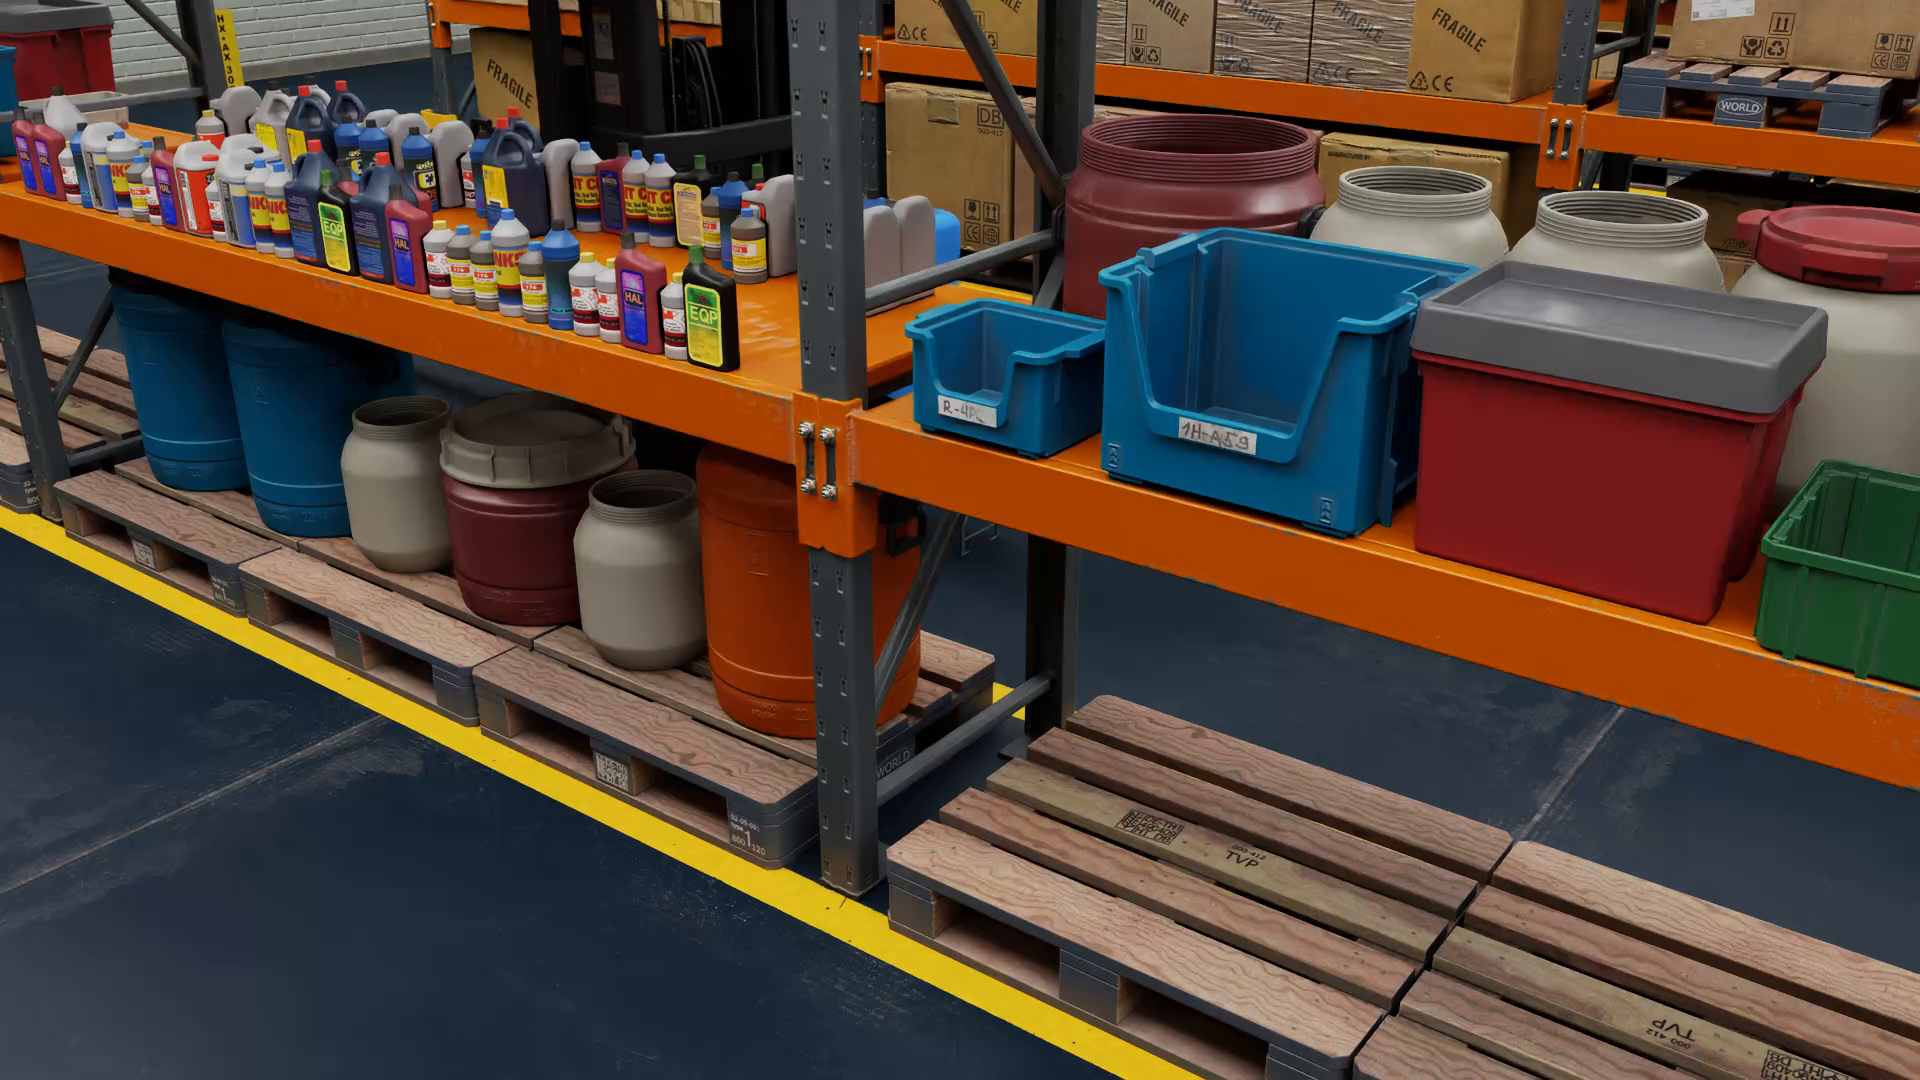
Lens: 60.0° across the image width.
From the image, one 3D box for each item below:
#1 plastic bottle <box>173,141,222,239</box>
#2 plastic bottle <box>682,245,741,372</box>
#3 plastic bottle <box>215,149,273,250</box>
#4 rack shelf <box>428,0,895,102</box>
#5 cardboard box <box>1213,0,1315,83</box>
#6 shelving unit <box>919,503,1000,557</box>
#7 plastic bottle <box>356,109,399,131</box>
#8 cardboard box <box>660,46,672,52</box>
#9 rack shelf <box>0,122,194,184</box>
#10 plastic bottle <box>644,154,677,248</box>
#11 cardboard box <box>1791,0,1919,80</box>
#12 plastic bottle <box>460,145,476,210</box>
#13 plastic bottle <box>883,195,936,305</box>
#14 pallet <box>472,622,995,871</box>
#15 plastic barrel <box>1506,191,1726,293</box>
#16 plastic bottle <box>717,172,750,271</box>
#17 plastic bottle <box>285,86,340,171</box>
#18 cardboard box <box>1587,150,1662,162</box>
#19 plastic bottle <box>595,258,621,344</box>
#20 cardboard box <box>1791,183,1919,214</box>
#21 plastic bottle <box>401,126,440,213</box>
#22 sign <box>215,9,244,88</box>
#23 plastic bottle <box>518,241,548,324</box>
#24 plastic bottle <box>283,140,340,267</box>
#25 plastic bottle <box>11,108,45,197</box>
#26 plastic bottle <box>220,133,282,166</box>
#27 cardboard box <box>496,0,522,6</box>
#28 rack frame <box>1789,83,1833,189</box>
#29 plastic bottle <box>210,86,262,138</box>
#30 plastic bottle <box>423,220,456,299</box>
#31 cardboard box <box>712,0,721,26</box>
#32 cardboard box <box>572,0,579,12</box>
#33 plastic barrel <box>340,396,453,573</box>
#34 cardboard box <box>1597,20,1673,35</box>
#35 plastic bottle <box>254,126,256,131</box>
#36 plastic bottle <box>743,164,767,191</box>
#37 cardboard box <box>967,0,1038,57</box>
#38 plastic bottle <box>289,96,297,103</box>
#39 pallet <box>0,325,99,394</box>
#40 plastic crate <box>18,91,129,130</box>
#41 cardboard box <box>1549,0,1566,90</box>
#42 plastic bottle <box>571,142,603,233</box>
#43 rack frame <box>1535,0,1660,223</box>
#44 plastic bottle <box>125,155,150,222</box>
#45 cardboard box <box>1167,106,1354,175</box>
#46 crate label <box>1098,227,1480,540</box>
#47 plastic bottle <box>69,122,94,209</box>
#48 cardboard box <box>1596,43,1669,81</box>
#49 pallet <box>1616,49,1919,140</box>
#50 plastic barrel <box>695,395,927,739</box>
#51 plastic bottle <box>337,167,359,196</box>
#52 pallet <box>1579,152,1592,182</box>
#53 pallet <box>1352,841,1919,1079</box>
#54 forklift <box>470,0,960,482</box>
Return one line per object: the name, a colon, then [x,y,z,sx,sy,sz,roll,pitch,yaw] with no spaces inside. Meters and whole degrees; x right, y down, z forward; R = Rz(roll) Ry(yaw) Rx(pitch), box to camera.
plastic bottle: [-2.326,-1.091,5.160,0.135,0.276,0.152,17,29,33]
plastic bottle: [-0.587,-0.546,3.914,0.133,0.283,0.061,17,29,33]
plastic bottle: [-2.140,-1.035,5.033,0.135,0.276,0.152,17,29,33]
rack shelf: [-1.838,-3.359,11.046,4.000,0.370,1.077,17,29,33]
cardboard box: [1.606,-2.570,8.238,0.500,0.500,0.500,16,28,32]
shelving unit: [-0.006,-0.414,6.073,0.210,0.900,0.258,17,29,33]
plastic bottle: [-2.003,-1.349,5.745,0.135,0.276,0.152,17,29,33]
cardboard box: [-1.438,-2.828,11.062,0.875,0.875,0.875,17,29,33]
rack shelf: [-4.809,-1.761,7.419,4.000,0.370,1.077,17,29,33]
plastic bottle: [-0.898,-1.026,5.019,0.097,0.271,0.097,0,24,0]
cardboard box: [3.926,-2.255,7.003,0.700,0.500,0.500,-22,32,-40]
plastic bottle: [-1.601,-1.207,5.515,0.097,0.201,0.097,0,24,0]
plastic bottle: [-0.160,-0.792,4.480,0.135,0.276,0.152,17,29,33]
pallet: [-0.664,0.459,4.946,1.213,0.211,1.003,17,29,33]
plastic barrel: [1.281,-0.409,3.319,0.421,0.512,0.421,0,24,0]
plastic bottle: [-0.643,-0.919,4.774,0.097,0.271,0.097,0,24,0]
plastic bottle: [-2.215,-1.376,5.714,0.185,0.351,0.144,17,29,33]
cardboard box: [4.922,-3.063,12.061,0.500,0.500,0.500,18,30,35]
plastic bottle: [-0.853,-0.598,4.134,0.097,0.201,0.097,0,24,0]
cardboard box: [3.947,-1.361,7.243,0.500,0.250,0.500,21,31,39]
plastic bottle: [-1.770,-1.213,5.443,0.097,0.271,0.097,0,24,0]
sign: [-2.877,-1.910,6.522,0.005,0.325,0.100,17,29,33]
plastic bottle: [-1.087,-0.669,4.294,0.097,0.201,0.097,0,24,0]
plastic bottle: [-1.859,-0.982,4.820,0.185,0.351,0.144,17,29,33]
plastic bottle: [-3.171,-1.327,5.686,0.133,0.283,0.061,17,29,33]
plastic bottle: [-2.234,-1.140,5.272,0.135,0.276,0.152,17,29,33]
cardboard box: [-2.941,-3.741,11.333,0.250,0.149,0.380,16,28,32]
rack frame: [6.018,-3.813,11.184,0.127,3.000,1.000,17,29,33]
plastic bottle: [-2.699,-1.559,6.222,0.135,0.276,0.152,17,29,33]
plastic bottle: [-1.399,-0.763,4.508,0.097,0.201,0.097,0,24,0]
cardboard box: [-1.296,-3.244,10.205,0.250,0.149,0.380,17,29,34]
cardboard box: [-2.322,-3.555,10.909,0.250,0.149,0.380,16,29,33]
plastic barrel: [-1.819,-0.187,5.518,0.421,0.512,0.421,0,24,0]
cardboard box: [6.977,-5.282,16.632,0.875,0.875,0.875,18,29,35]
plastic bottle: [-2.520,-1.454,6.076,0.097,0.201,0.097,0,24,0]
plastic bottle: [-0.610,-0.954,4.840,0.133,0.283,0.061,17,29,33]
cardboard box: [0.383,-2.937,9.072,0.500,0.500,0.500,17,29,33]
plastic bottle: [-2.407,-1.471,6.021,0.135,0.276,0.152,17,29,33]
pallet: [-4.801,-0.791,7.783,1.213,0.211,1.003,17,29,33]
plastic crate: [-3.495,-1.672,6.578,0.243,0.136,0.396,17,29,33]
cardboard box: [2.737,-2.489,8.054,0.500,0.500,0.500,18,29,35]
plastic bottle: [-1.161,-1.106,5.199,0.097,0.271,0.097,0,24,0]
rack frame: [2.963,-2.237,7.608,0.127,3.000,1.000,17,29,33]
plastic bottle: [-2.620,-1.132,5.346,0.097,0.201,0.097,0,24,0]
cardboard box: [1.714,-1.849,8.841,0.875,0.875,1.225,17,29,33]
crate label: [0.625,-0.328,3.231,0.616,0.435,0.502,17,29,33]
plastic bottle: [-2.883,-1.244,5.512,0.097,0.271,0.097,0,24,0]
cardboard box: [4.903,-3.404,11.905,0.500,0.250,0.500,17,29,34]
pallet: [3.597,-2.012,7.334,1.003,0.211,1.213,17,29,33]
plastic barrel: [-0.409,0.049,4.590,0.708,0.830,0.600,17,29,33]
plastic bottle: [-1.720,-0.919,4.761,0.133,0.283,0.061,17,29,33]
pallet: [4.422,-3.022,12.847,1.213,0.211,1.003,17,29,33]
pallet: [1.561,1.132,3.420,1.213,0.211,1.003,17,29,33]
forklift: [-1.422,-1.888,6.899,3.031,2.935,1.130,20,30,37]
